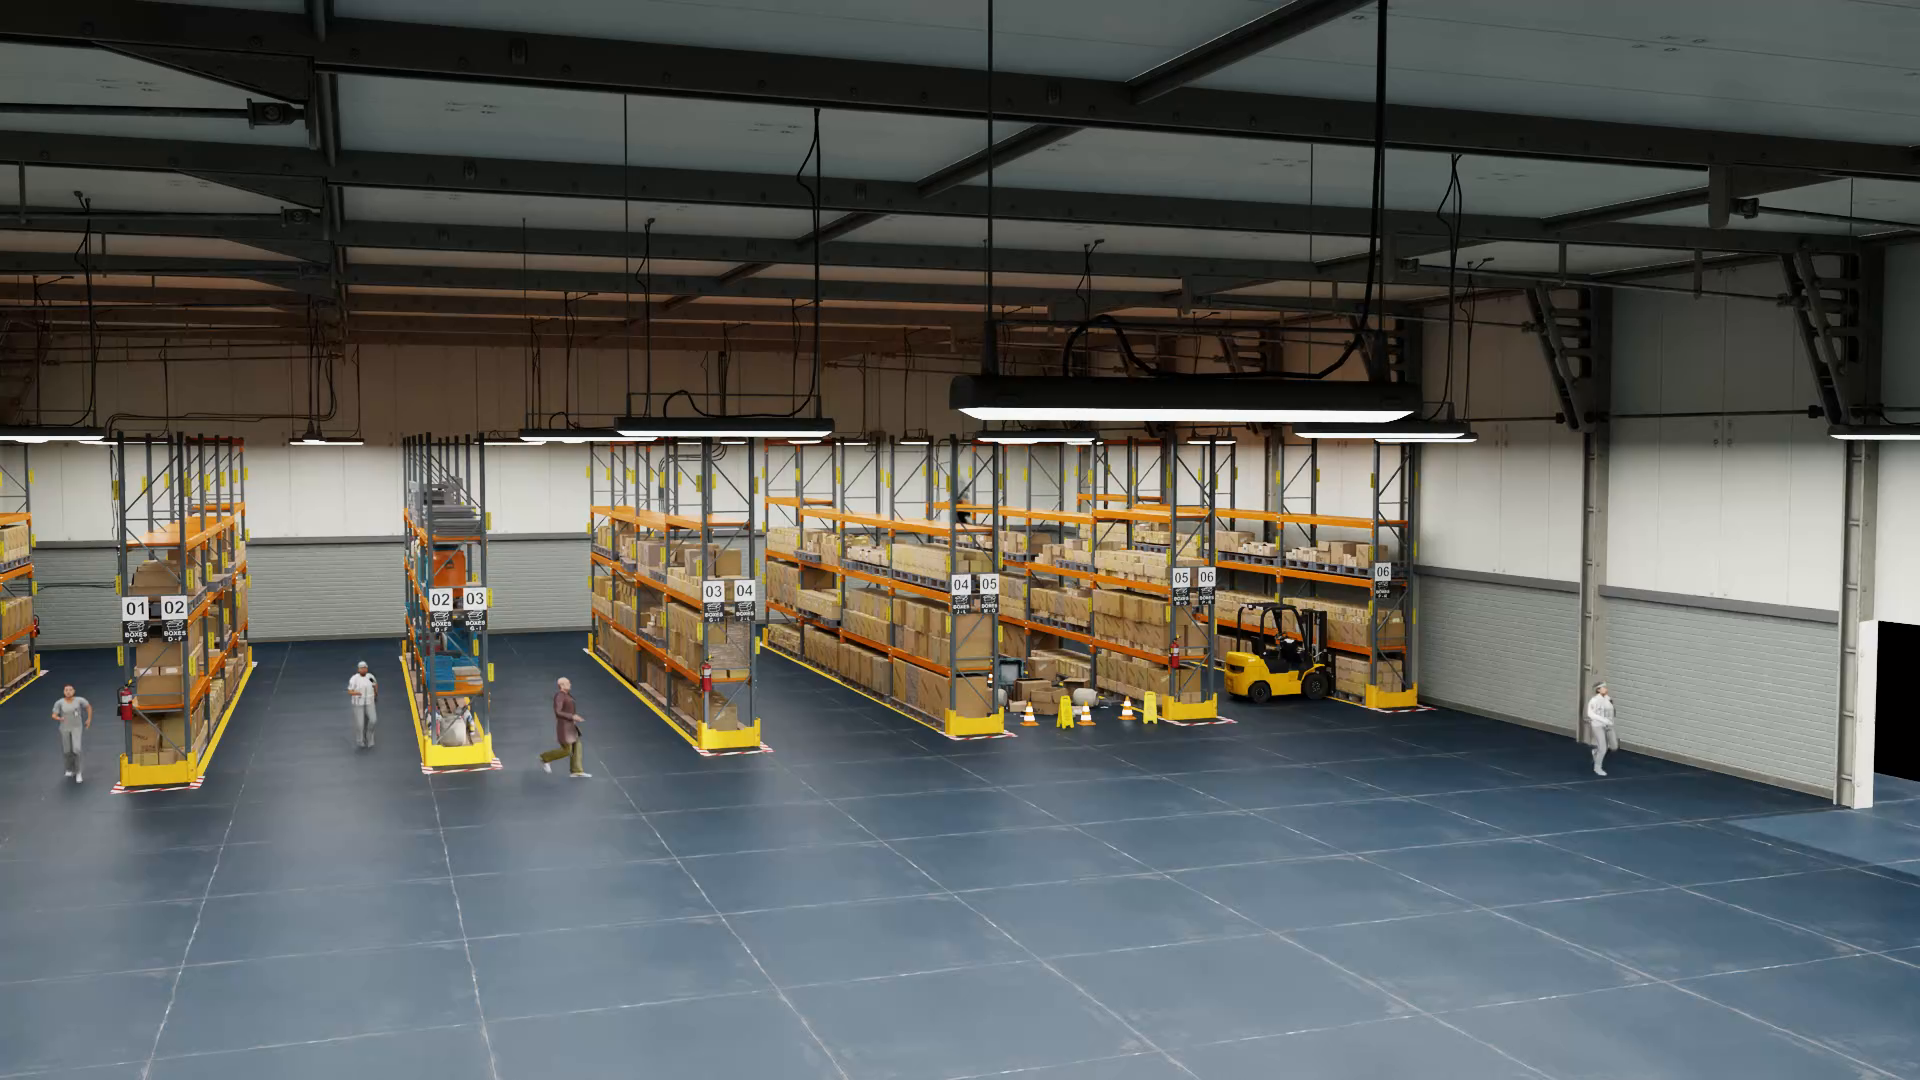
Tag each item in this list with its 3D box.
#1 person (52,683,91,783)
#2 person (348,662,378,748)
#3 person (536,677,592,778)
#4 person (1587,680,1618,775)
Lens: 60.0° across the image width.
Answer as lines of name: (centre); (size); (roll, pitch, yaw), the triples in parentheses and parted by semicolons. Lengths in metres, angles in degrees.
person: (-15.250, 3.306, 28.554); (0.590, 1.721, 0.729); (-1, 3, -24)
person: (-11.350, 3.146, 31.703); (0.571, 1.660, 0.665); (-2, 4, -31)
person: (-6.842, 3.252, 28.730); (0.934, 1.765, 0.710); (0, 3, -2)
person: (11.279, 3.281, 29.176); (0.658, 1.657, 0.561); (-2, 4, -28)
